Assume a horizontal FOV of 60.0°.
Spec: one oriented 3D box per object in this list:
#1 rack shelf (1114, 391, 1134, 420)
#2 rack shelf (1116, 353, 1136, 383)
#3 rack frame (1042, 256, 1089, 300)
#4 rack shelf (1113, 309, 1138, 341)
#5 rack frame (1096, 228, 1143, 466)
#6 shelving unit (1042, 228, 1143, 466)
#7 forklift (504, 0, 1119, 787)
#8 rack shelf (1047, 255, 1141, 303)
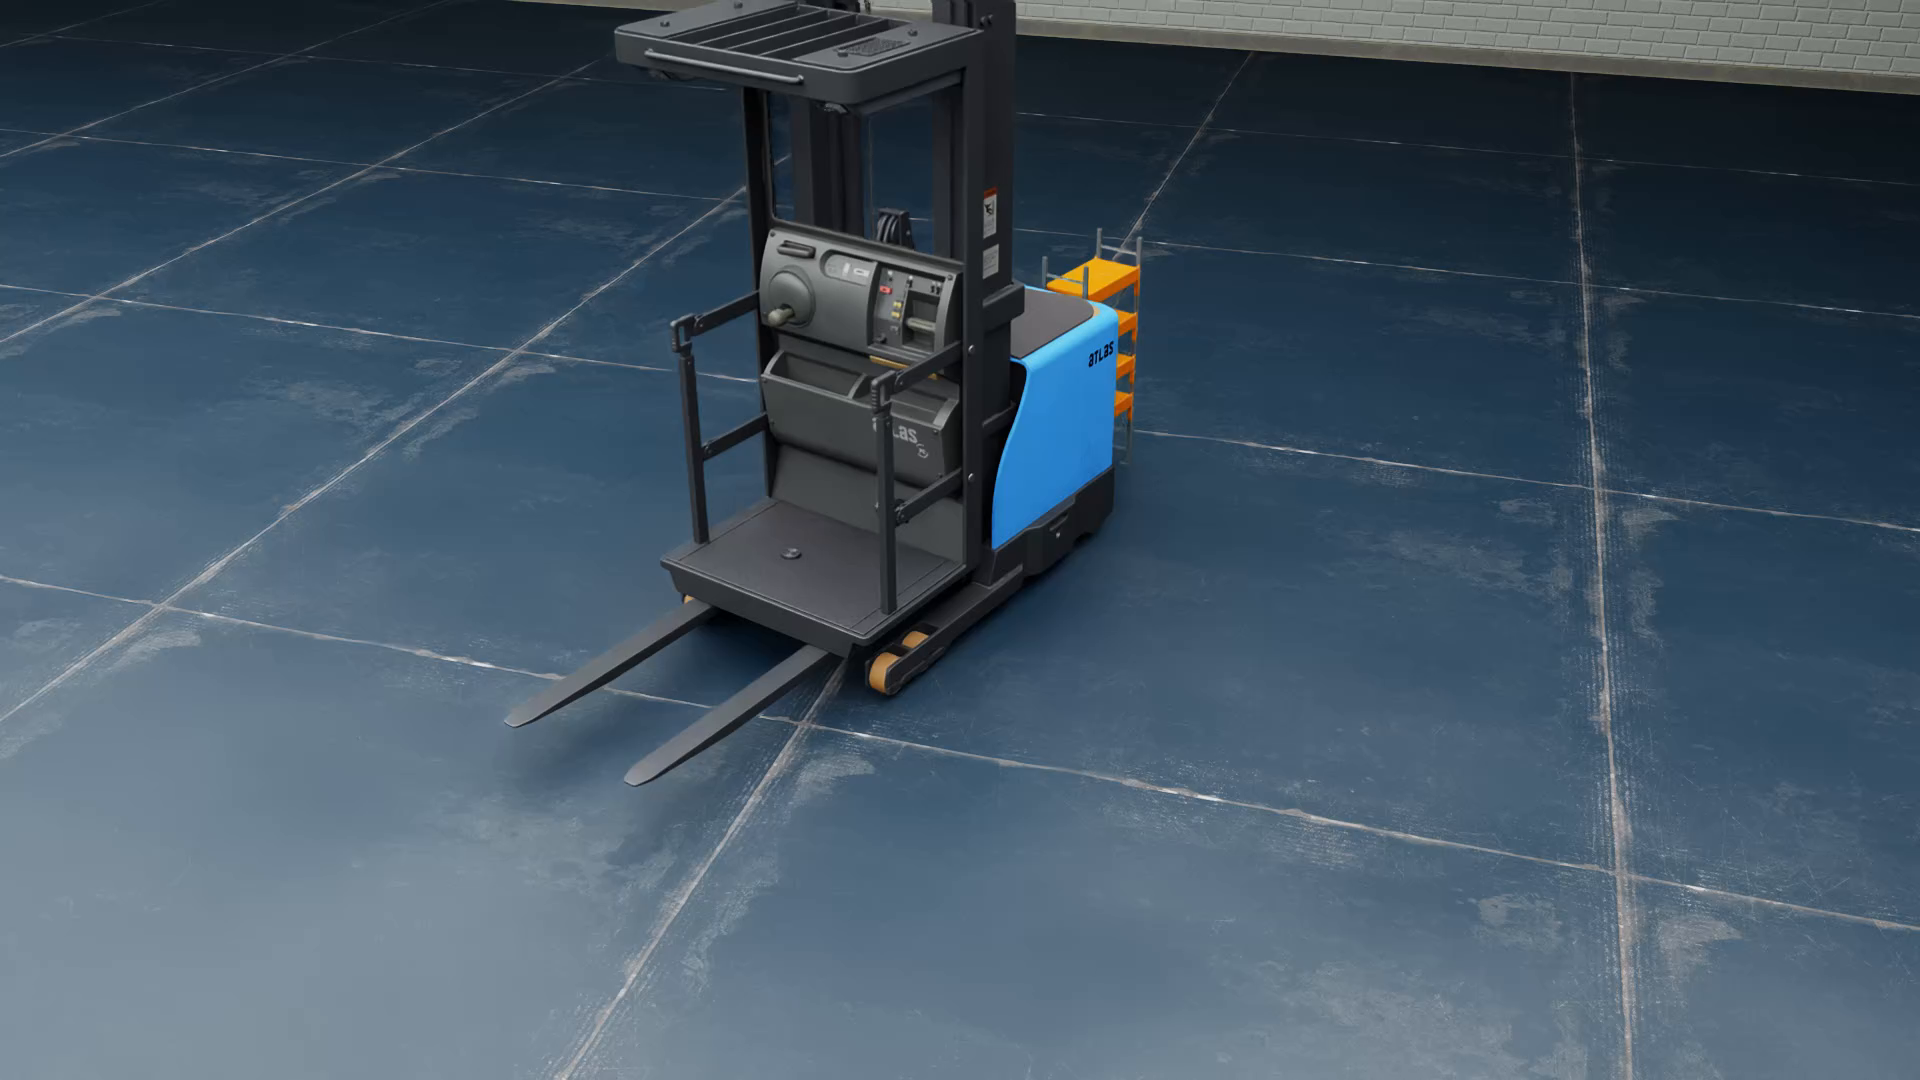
[{"bbox_3d":[0.620,-0.605,8.150,0.258,0.148,0.480,19,34,30],"label":"rack shelf"},{"bbox_3d":[0.620,-0.779,8.054,0.258,0.148,0.480,19,34,30],"label":"rack shelf"},{"bbox_3d":[0.480,-0.740,7.846,0.240,1.200,0.015,19,34,30],"label":"rack frame"},{"bbox_3d":[0.620,-0.974,7.945,0.258,0.148,0.480,19,34,30],"label":"rack shelf"},{"bbox_3d":[0.759,-0.935,8.196,0.240,1.200,0.015,19,34,30],"label":"rack frame"},{"bbox_3d":[0.620,-0.837,8.021,0.258,1.200,0.503,19,34,30],"label":"shelving unit"},{"bbox_3d":[-0.531,-0.929,6.406,1.130,2.935,3.031,19,34,30],"label":"forklift"},{"bbox_3d":[0.620,-1.181,7.830,0.258,0.148,0.480,19,34,30],"label":"rack shelf"}]
